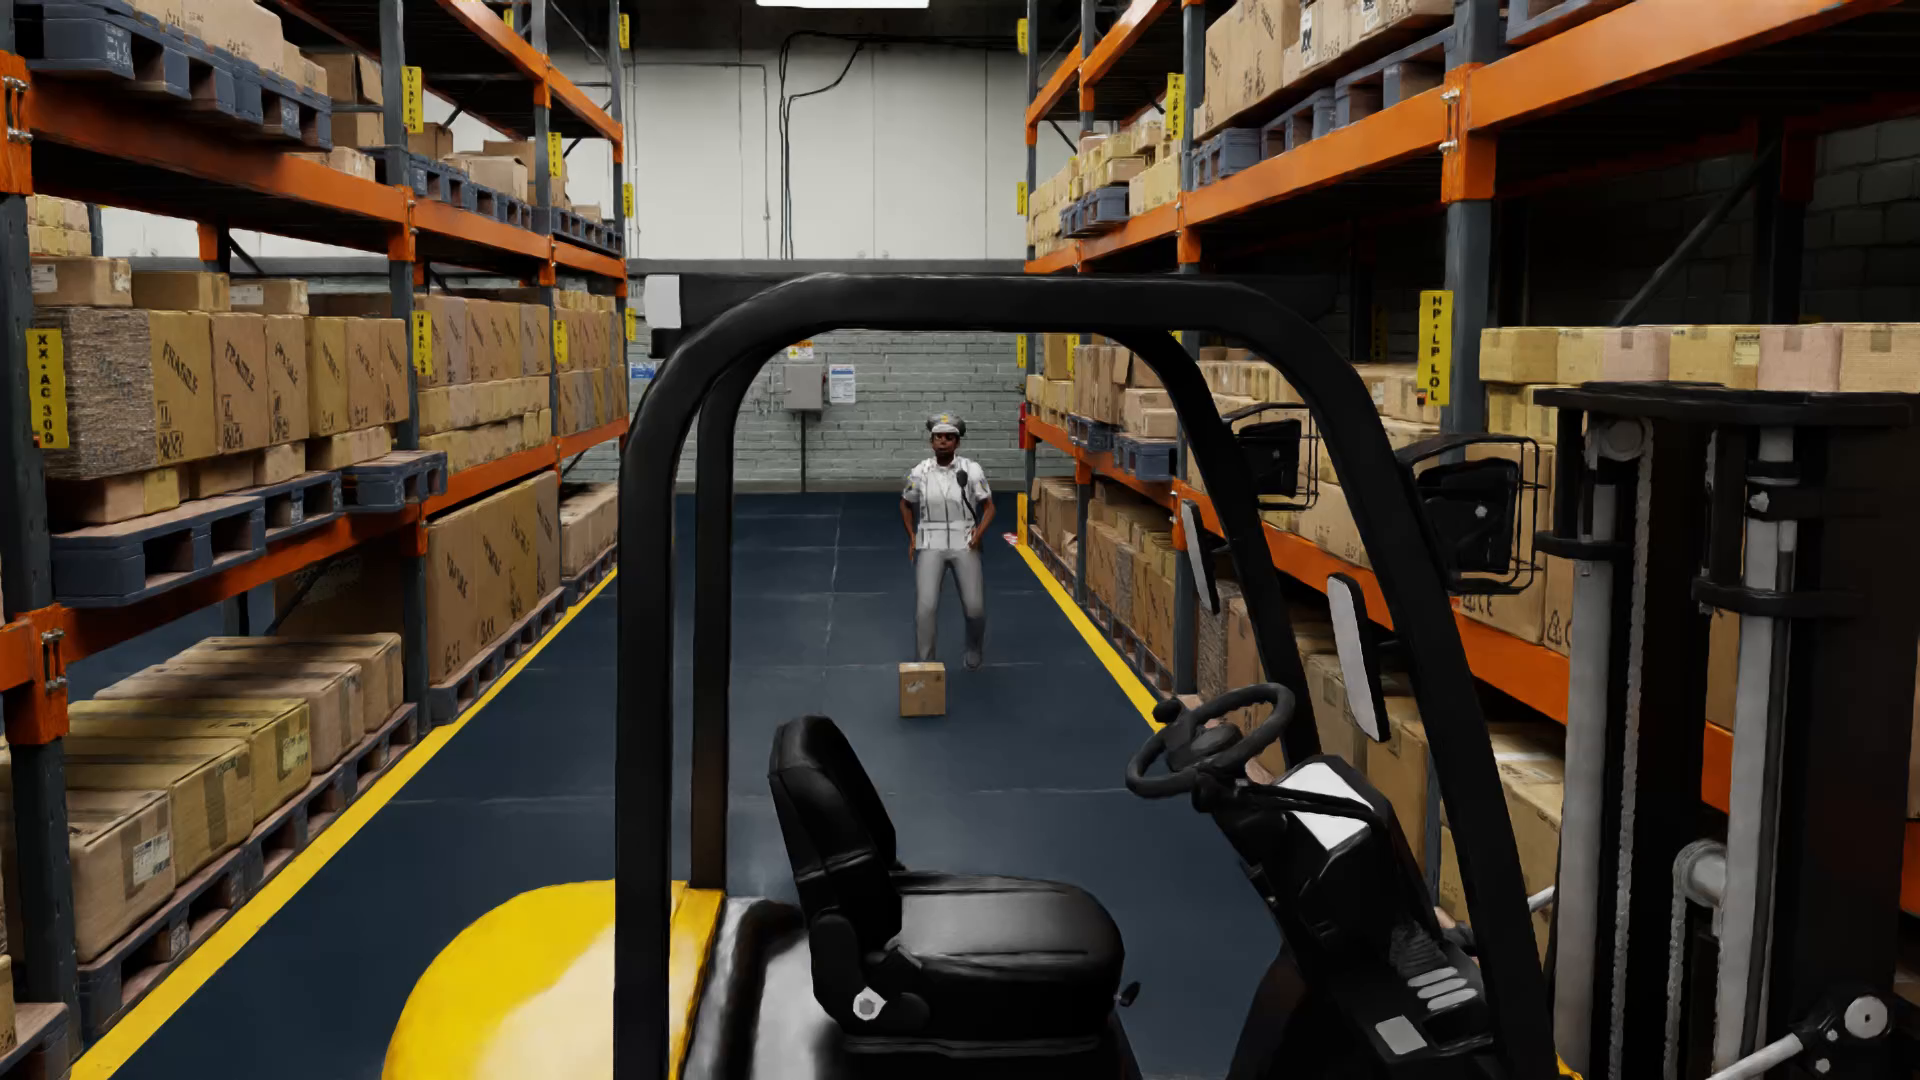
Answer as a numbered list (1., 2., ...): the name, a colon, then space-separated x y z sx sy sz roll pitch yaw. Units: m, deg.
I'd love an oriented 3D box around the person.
1. person: -0.064 0.060 9.894 0.583 1.597 0.759 0 7 -2
